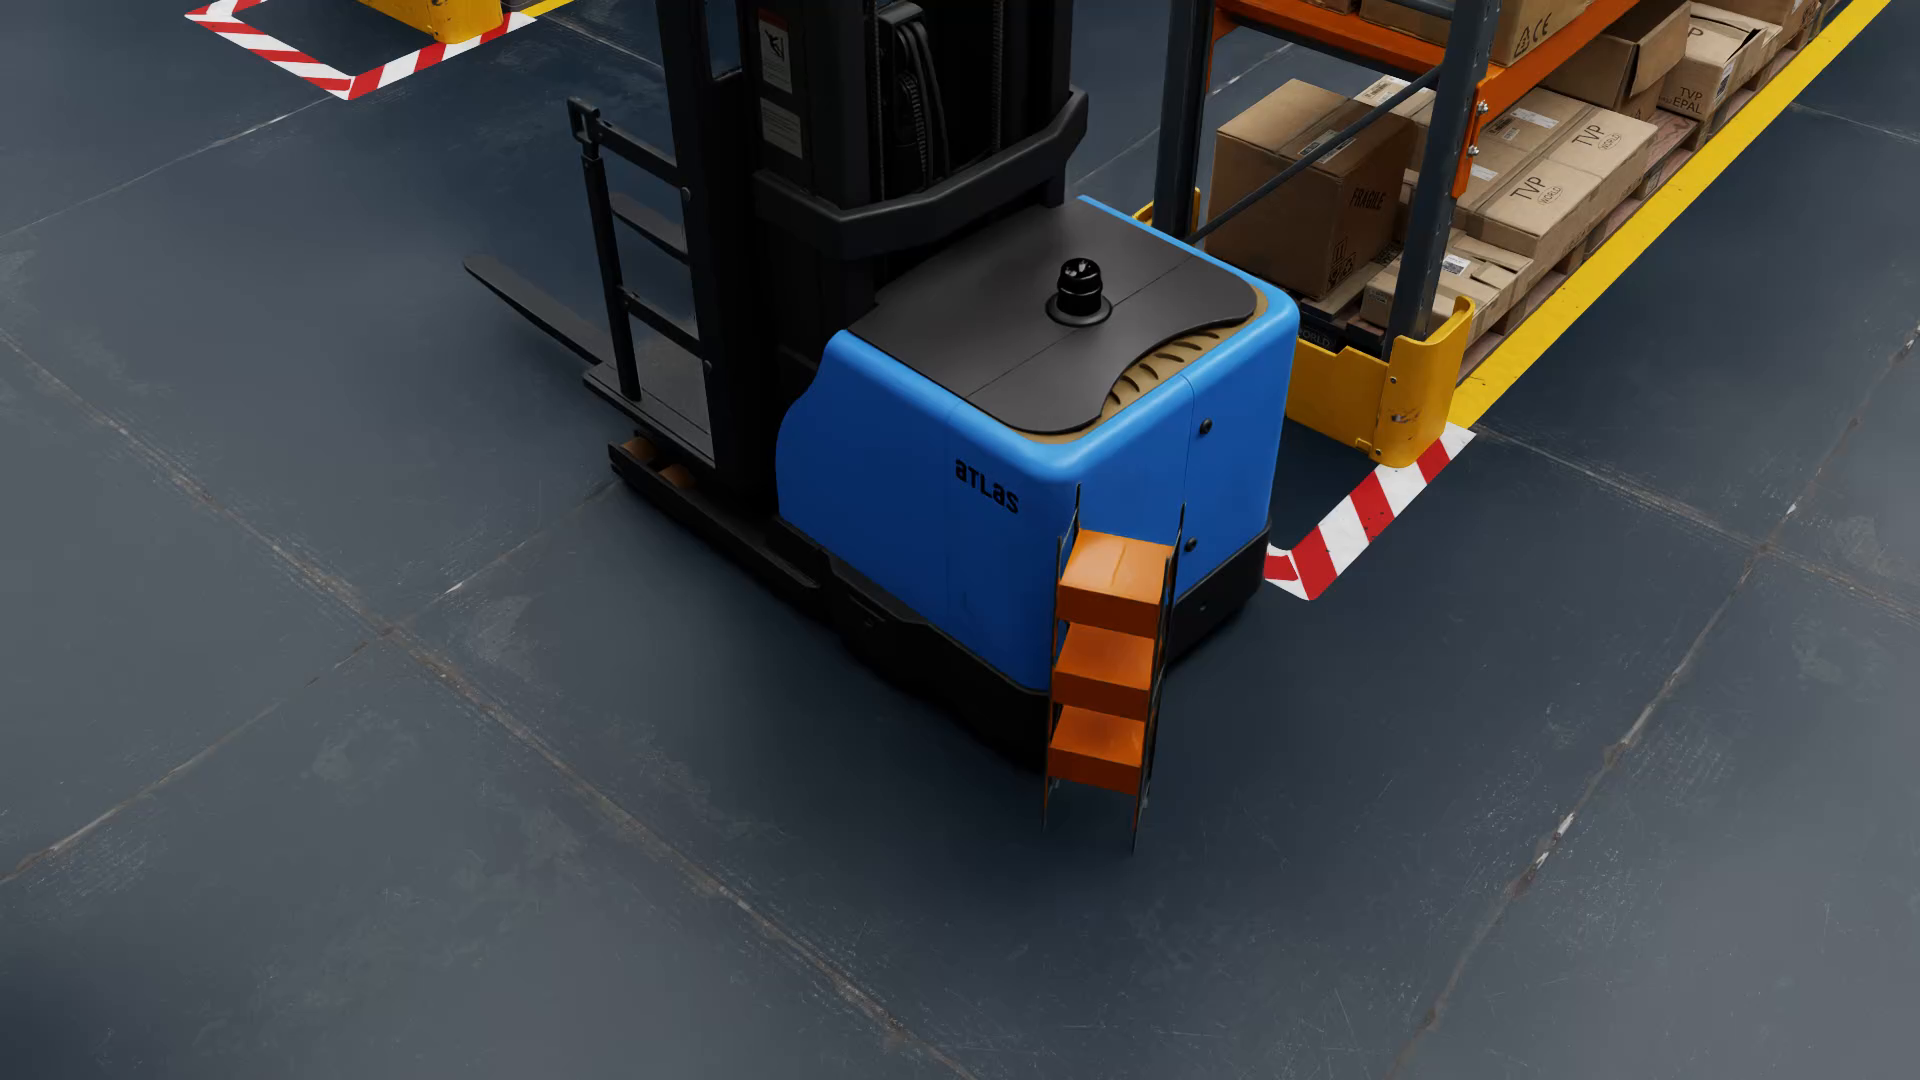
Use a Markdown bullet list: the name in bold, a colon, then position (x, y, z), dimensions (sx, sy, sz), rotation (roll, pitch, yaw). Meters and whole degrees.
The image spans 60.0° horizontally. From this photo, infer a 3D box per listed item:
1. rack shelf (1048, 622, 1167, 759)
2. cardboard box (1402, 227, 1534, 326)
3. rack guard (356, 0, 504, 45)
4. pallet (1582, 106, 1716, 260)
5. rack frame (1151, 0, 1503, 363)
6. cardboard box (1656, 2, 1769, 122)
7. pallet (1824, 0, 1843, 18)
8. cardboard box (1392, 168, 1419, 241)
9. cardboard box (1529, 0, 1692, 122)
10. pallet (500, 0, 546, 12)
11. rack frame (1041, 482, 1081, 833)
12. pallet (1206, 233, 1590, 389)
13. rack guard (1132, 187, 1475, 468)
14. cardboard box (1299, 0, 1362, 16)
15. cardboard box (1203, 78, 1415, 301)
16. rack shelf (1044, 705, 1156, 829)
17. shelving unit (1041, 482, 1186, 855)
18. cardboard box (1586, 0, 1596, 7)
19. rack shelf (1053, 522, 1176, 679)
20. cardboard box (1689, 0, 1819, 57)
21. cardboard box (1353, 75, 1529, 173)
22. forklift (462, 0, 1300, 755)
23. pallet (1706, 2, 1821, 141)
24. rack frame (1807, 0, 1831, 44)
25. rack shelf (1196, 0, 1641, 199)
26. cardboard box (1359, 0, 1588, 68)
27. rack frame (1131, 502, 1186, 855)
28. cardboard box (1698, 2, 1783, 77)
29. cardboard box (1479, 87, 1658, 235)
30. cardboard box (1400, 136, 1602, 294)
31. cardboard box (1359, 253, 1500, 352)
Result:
- **rack shelf**: position (0.364, 0.352, 4.097), dimensions (0.240, 0.259, 0.215), rotation (11, 43, 12)
- **cardboard box**: position (1.768, -0.941, 5.835), dimensions (0.380, 0.166, 0.250), rotation (29, 50, 28)
- **rack guard**: position (-2.720, -2.835, 7.996), dimensions (1.175, 0.500, 0.348), rotation (29, 50, 28)
- **pallet**: position (2.421, -1.675, 6.936), dimensions (1.003, 0.211, 1.213), rotation (29, 50, 28)
- **rack frame**: position (1.074, -1.631, 4.815), dimensions (1.000, 3.000, 0.127), rotation (29, 50, 28)
- **cardboard box**: position (3.016, -2.057, 6.954), dimensions (0.500, 0.311, 0.500), rotation (29, 50, 28)
- **pallet**: position (4.143, -3.095, 8.497), dimensions (1.003, 0.211, 1.213), rotation (29, 50, 28)
- **cardboard box**: position (1.565, -1.302, 6.231), dimensions (0.380, 0.166, 0.250), rotation (29, 50, 28)
- **cardboard box**: position (2.443, -1.961, 6.705), dimensions (0.797, 0.503, 0.637), rotation (29, 50, 28)
- **pallet**: position (-2.154, -3.154, 8.562), dimensions (1.003, 0.211, 1.213), rotation (29, 50, 28)
- **rack frame**: position (0.247, 0.321, 4.115), dimensions (0.008, 1.050, 0.200), rotation (11, 43, 12)
- **pallet**: position (1.636, -1.050, 6.248), dimensions (1.003, 0.211, 1.213), rotation (29, 50, 28)
- **rack guard**: position (1.123, -0.746, 5.699), dimensions (1.175, 0.500, 0.348), rotation (29, 50, 28)
- **cardboard box**: position (1.154, -2.017, 5.164), dimensions (0.500, 0.500, 0.500), rotation (31, 51, 30)
- **cardboard box**: position (1.236, -1.256, 5.933), dimensions (0.500, 0.500, 0.500), rotation (29, 50, 28)
- **rack shelf**: position (0.363, 0.558, 4.283), dimensions (0.240, 0.259, 0.215), rotation (11, 43, 12)
- **shelving unit**: position (0.364, 0.344, 4.090), dimensions (0.252, 1.050, 0.215), rotation (11, 43, 12)
- **cardboard box**: position (1.890, -2.051, 5.201), dimensions (0.500, 0.500, 0.500), rotation (29, 50, 28)
- **rack shelf**: position (0.365, 0.142, 3.907), dimensions (0.240, 0.259, 0.215), rotation (11, 43, 12)
- **cardboard box**: position (3.499, -2.513, 7.315), dimensions (0.500, 0.500, 0.500), rotation (29, 50, 28)
- **cardboard box**: position (1.870, -1.640, 6.541), dimensions (0.500, 0.250, 0.500), rotation (29, 50, 28)
- **forklift**: position (-0.494, -1.384, 4.594), dimensions (3.031, 2.935, 1.130), rotation (33, 52, 31)
- **pallet**: position (3.206, -2.306, 7.629), dimensions (1.003, 0.211, 1.213), rotation (29, 50, 28)
- **rack frame**: position (3.649, -3.691, 7.080), dimensions (1.000, 3.000, 0.127), rotation (29, 50, 28)
- **rack shelf**: position (2.361, -2.395, 6.189), dimensions (1.077, 0.370, 4.000), rotation (29, 50, 28)
- **cardboard box**: position (1.562, -1.783, 4.907), dimensions (0.500, 0.500, 0.500), rotation (31, 50, 29)
- **rack frame**: position (0.481, 0.368, 4.064), dimensions (0.008, 1.050, 0.200), rotation (11, 43, 12)
- **cardboard box**: position (3.304, -2.164, 7.192), dimensions (0.380, 0.149, 0.250), rotation (29, 50, 28)
- **cardboard box**: position (2.285, -1.449, 6.331), dimensions (0.500, 0.250, 0.500), rotation (29, 50, 28)
- **cardboard box**: position (1.963, -1.192, 6.048), dimensions (0.500, 0.250, 0.500), rotation (29, 50, 28)
- **cardboard box**: position (1.607, -0.806, 5.699), dimensions (0.380, 0.149, 0.250), rotation (29, 50, 28)
